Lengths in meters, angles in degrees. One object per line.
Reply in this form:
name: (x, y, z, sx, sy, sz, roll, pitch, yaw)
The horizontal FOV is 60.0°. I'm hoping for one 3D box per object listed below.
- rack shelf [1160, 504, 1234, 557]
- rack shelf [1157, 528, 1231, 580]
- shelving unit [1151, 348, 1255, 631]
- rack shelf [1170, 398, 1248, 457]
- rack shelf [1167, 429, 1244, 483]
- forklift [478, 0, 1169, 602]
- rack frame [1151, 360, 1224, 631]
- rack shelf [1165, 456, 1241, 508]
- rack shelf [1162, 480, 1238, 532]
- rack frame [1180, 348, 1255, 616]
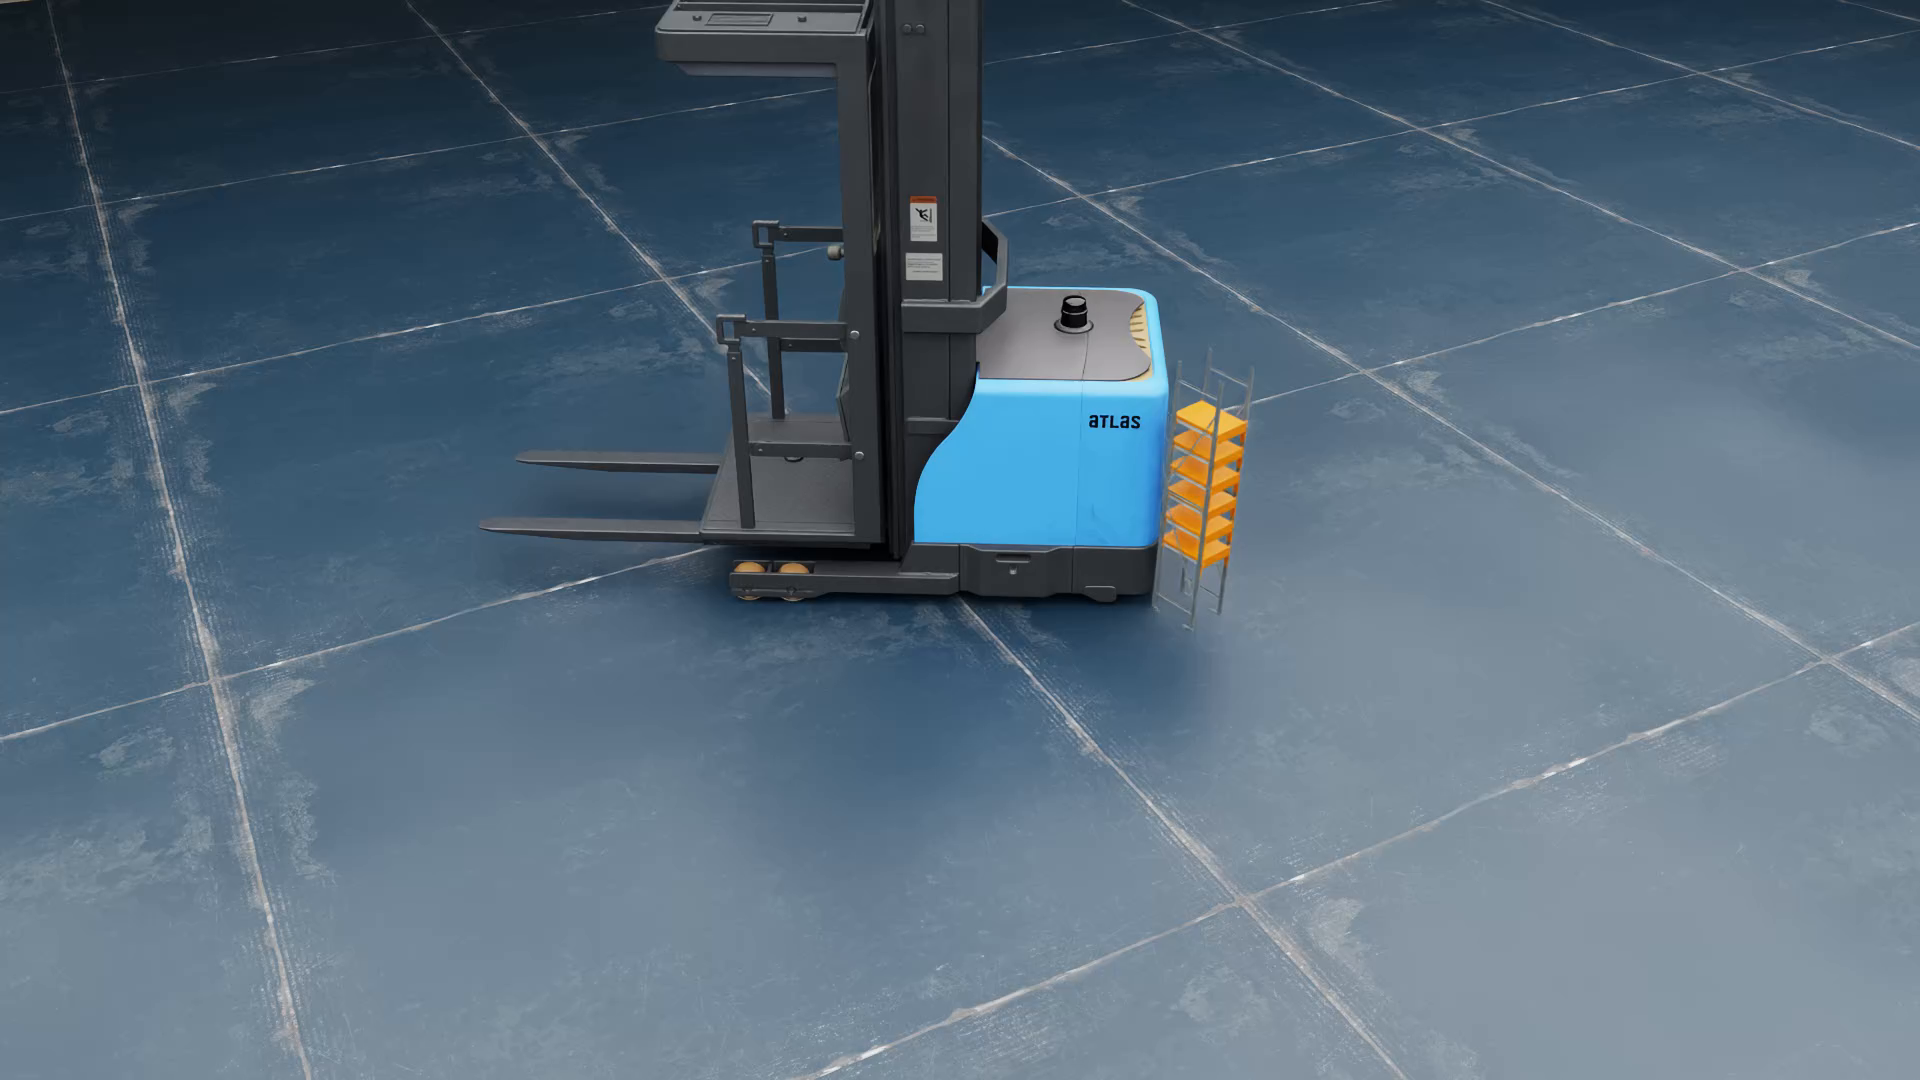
rack shelf: (0.999, -0.056, 7.022, 0.180, 0.103, 0.258, -25, 41, -34)
rack shelf: (0.996, 0.045, 7.087, 0.180, 0.103, 0.258, -25, 41, -34)
shelving unit: (1.003, -0.194, 6.933, 0.189, 1.200, 0.258, -25, 41, -34)
rack shelf: (1.010, -0.459, 6.761, 0.180, 0.103, 0.258, -25, 41, -34)
rack shelf: (1.007, -0.358, 6.826, 0.180, 0.103, 0.258, -25, 41, -34)
forklift: (-0.628, -1.248, 6.981, 3.031, 2.935, 1.130, 1, 33, 2)
rack frame: (0.934, -0.162, 6.881, 0.006, 1.200, 0.240, -25, 41, -34)
rack shelf: (1.005, -0.257, 6.892, 0.180, 0.103, 0.258, -25, 41, -34)
rack shelf: (1.002, -0.157, 6.957, 0.180, 0.103, 0.258, -25, 41, -34)
rack frame: (1.071, -0.225, 6.984, 0.006, 1.200, 0.240, -25, 41, -34)
